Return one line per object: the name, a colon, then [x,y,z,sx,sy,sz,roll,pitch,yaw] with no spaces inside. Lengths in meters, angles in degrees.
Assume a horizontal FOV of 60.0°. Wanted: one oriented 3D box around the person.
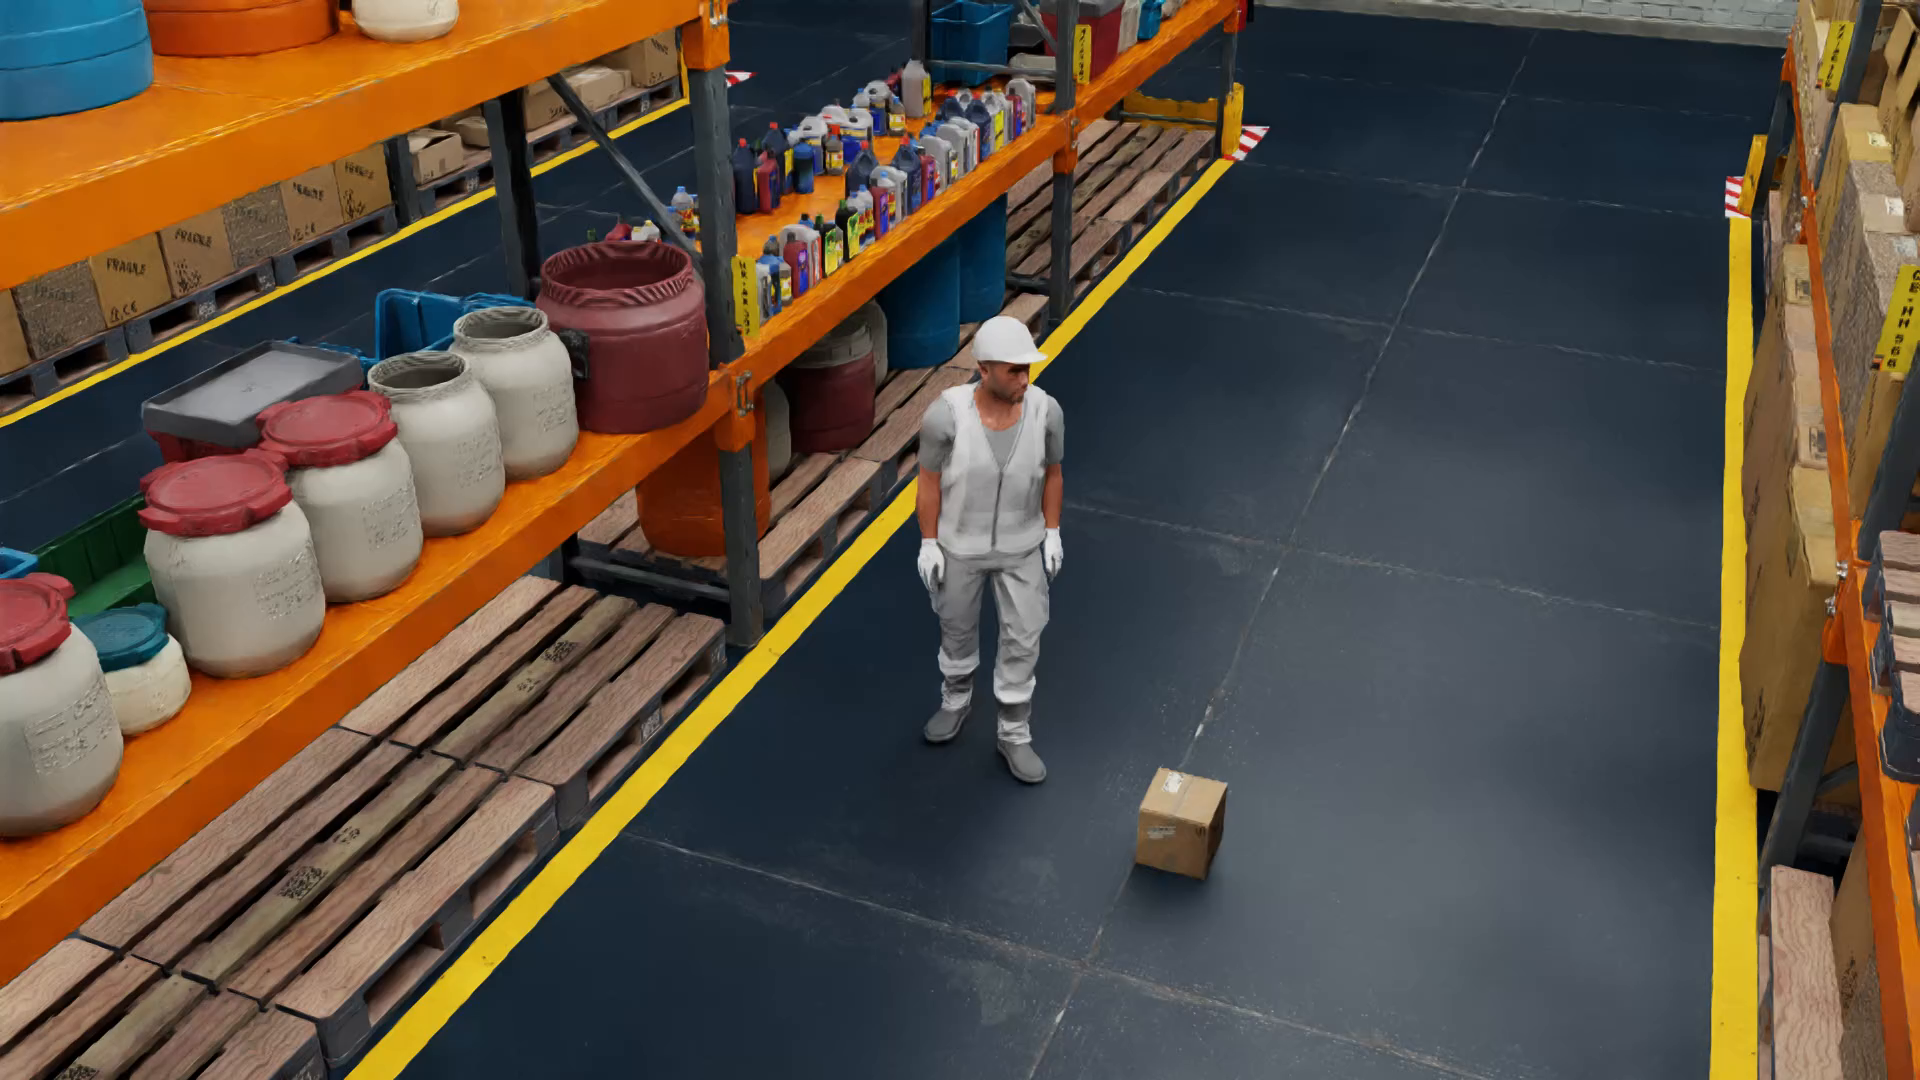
person: [0.115,0.027,6.045,0.549,1.791,0.538,-3,30,-6]
